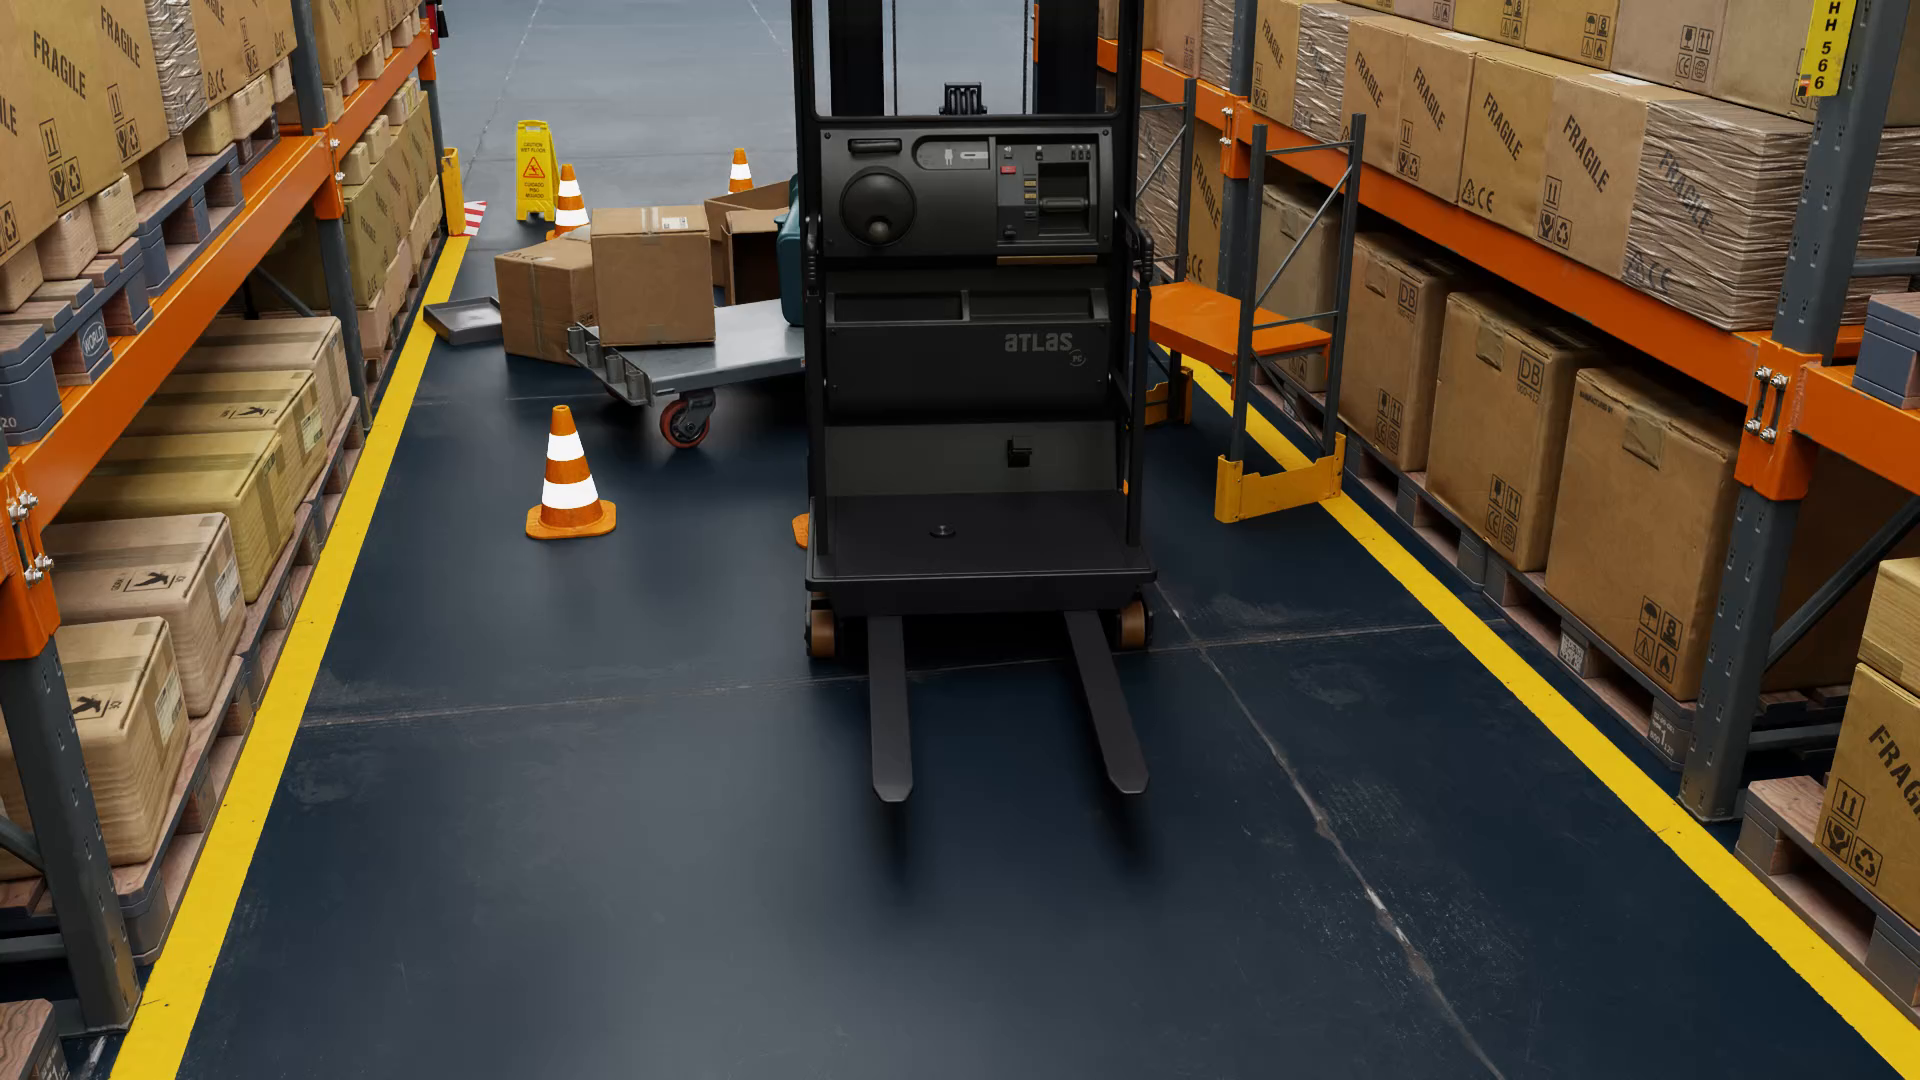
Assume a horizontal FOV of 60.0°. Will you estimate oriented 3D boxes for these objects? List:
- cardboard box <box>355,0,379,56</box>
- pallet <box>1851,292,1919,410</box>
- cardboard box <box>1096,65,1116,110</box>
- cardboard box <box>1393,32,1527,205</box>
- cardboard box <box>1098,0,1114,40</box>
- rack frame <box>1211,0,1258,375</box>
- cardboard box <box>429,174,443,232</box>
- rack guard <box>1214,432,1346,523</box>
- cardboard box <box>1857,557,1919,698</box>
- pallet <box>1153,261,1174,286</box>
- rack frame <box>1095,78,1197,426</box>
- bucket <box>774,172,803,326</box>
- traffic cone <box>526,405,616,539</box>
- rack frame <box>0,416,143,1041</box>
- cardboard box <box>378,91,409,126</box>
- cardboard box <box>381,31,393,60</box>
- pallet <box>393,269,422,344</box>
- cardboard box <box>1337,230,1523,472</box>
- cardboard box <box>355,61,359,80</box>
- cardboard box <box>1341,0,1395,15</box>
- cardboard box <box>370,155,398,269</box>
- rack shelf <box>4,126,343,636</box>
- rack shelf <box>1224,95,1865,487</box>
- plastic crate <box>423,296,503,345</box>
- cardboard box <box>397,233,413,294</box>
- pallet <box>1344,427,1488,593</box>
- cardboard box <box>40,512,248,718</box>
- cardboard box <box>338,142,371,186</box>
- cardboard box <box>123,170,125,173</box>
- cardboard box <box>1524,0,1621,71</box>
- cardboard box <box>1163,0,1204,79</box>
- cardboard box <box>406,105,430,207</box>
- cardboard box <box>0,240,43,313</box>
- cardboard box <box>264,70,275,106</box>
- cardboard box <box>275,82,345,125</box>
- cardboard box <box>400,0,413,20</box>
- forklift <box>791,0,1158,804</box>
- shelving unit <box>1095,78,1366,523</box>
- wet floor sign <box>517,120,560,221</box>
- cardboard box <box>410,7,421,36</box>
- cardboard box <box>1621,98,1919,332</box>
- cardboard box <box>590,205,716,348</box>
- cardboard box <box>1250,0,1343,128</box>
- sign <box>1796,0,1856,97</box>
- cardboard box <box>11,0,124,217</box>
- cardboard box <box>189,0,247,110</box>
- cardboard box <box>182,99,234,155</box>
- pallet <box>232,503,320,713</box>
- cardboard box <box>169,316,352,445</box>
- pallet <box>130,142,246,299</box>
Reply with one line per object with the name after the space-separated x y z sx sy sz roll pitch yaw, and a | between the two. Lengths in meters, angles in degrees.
-3.107 -2.602 7.964 0.500 0.500 0.500 -5 24 -10 | cardboard box
2.718 -0.305 3.440 1.213 0.211 1.003 -4 24 -10 | pallet
1.358 -2.423 10.179 0.875 0.875 0.875 -5 24 -11 | cardboard box
1.853 -1.462 5.726 0.500 0.500 0.500 -4 24 -9 | cardboard box
1.219 -3.294 9.856 0.875 0.550 0.550 -4 24 -10 | cardboard box
1.742 -2.238 7.627 1.000 3.000 0.127 -4 24 -10 | rack frame
-3.425 -2.031 10.062 0.500 0.250 0.500 -4 24 -10 | cardboard box
1.255 -0.248 6.505 0.587 0.250 0.087 -13 27 -27 | rack guard
2.371 0.234 3.629 0.500 0.250 0.500 -5 24 -12 | cardboard box
1.678 -1.265 8.884 1.003 0.211 1.213 -4 24 -10 | pallet
0.755 -1.174 7.065 0.500 1.500 0.032 -13 27 -27 | rack frame
-0.549 -1.318 7.710 0.726 0.611 0.620 4 34 9 | bucket
-1.499 -0.286 6.326 0.336 0.463 0.334 -4 24 -10 | traffic cone
-2.364 -0.259 3.095 1.000 3.000 0.127 -4 24 -10 | rack frame
-3.215 -2.341 9.025 0.380 0.149 0.250 -3 24 -7 | cardboard box
-3.259 -2.661 8.910 0.380 0.149 0.250 -5 24 -10 | cardboard box
-3.492 -1.297 8.956 1.003 0.211 1.213 -4 24 -10 | pallet
2.120 -0.783 6.580 1.050 0.750 0.750 -4 24 -10 | cardboard box
-3.115 -2.265 8.002 0.380 0.149 0.250 -4 24 -10 | cardboard box
1.937 -2.345 6.498 0.700 0.500 0.500 -5 24 -11 | cardboard box
-3.058 -1.570 8.071 0.500 0.500 0.500 -3 24 -8 | cardboard box
-2.734 -0.716 5.040 1.077 0.370 4.000 -4 24 -10 | rack shelf
2.112 -1.122 5.970 1.077 0.370 4.000 -4 24 -10 | rack shelf
-2.588 -1.173 8.835 0.402 0.080 0.583 -13 27 -28 | plastic crate
-3.158 -1.434 8.697 0.500 0.250 0.500 -5 24 -10 | cardboard box
2.188 -0.182 6.402 1.003 0.211 1.213 -4 24 -10 | pallet
-2.603 0.240 4.711 0.950 0.372 0.625 -5 24 -11 | cardboard box
-2.912 -1.711 7.584 0.380 0.149 0.250 -4 24 -9 | cardboard box
-2.418 -0.901 4.355 0.380 0.149 0.250 -3 24 -7 | cardboard box
2.217 -1.747 5.128 0.700 0.500 0.500 -5 24 -11 | cardboard box
1.538 -2.666 8.419 0.875 0.550 0.550 -4 24 -10 | cardboard box
-3.339 -2.181 9.469 0.500 0.500 0.500 -3 24 -8 | cardboard box
-2.261 -0.592 3.646 0.380 0.149 0.250 -6 24 -13 | cardboard box
-2.706 -1.623 6.007 0.380 0.149 0.250 -5 24 -11 | cardboard box
-2.847 -1.865 7.086 0.380 0.149 0.250 -4 24 -10 | cardboard box
-3.384 -3.197 9.327 0.500 0.500 0.500 -4 24 -10 | cardboard box
0.040 -1.093 5.091 1.130 2.935 3.031 -1 24 -3 | forklift
1.010 -0.994 6.652 0.587 1.500 1.083 -13 27 -27 | shelving unit
-2.827 -2.481 11.124 0.267 0.644 0.232 4 24 9 | wet floor sign
-3.408 -3.068 9.840 0.380 0.149 0.250 -5 24 -10 | cardboard box
2.135 -0.868 4.365 0.500 0.500 0.500 -4 24 -10 | cardboard box
-1.360 -1.177 7.375 0.500 0.500 0.500 -4 24 -10 | cardboard box
1.575 -2.057 7.088 0.500 0.500 0.500 -4 24 -9 | cardboard box
1.937 -1.153 3.696 0.100 0.325 0.005 -4 24 -10 | sign
-2.323 -1.032 3.844 0.500 0.500 0.500 -3 24 -7 | cardboard box
-2.610 -1.644 5.245 0.500 0.500 0.500 -3 24 -8 | cardboard box
-2.563 -1.325 5.326 0.380 0.149 0.250 -4 24 -10 | cardboard box
-2.729 0.233 5.454 1.003 0.211 1.213 -4 24 -10 | pallet
-3.004 -0.614 6.667 0.950 0.372 0.625 -4 24 -9 | cardboard box
-2.770 -0.947 4.909 1.003 0.211 1.213 -4 24 -10 | pallet
